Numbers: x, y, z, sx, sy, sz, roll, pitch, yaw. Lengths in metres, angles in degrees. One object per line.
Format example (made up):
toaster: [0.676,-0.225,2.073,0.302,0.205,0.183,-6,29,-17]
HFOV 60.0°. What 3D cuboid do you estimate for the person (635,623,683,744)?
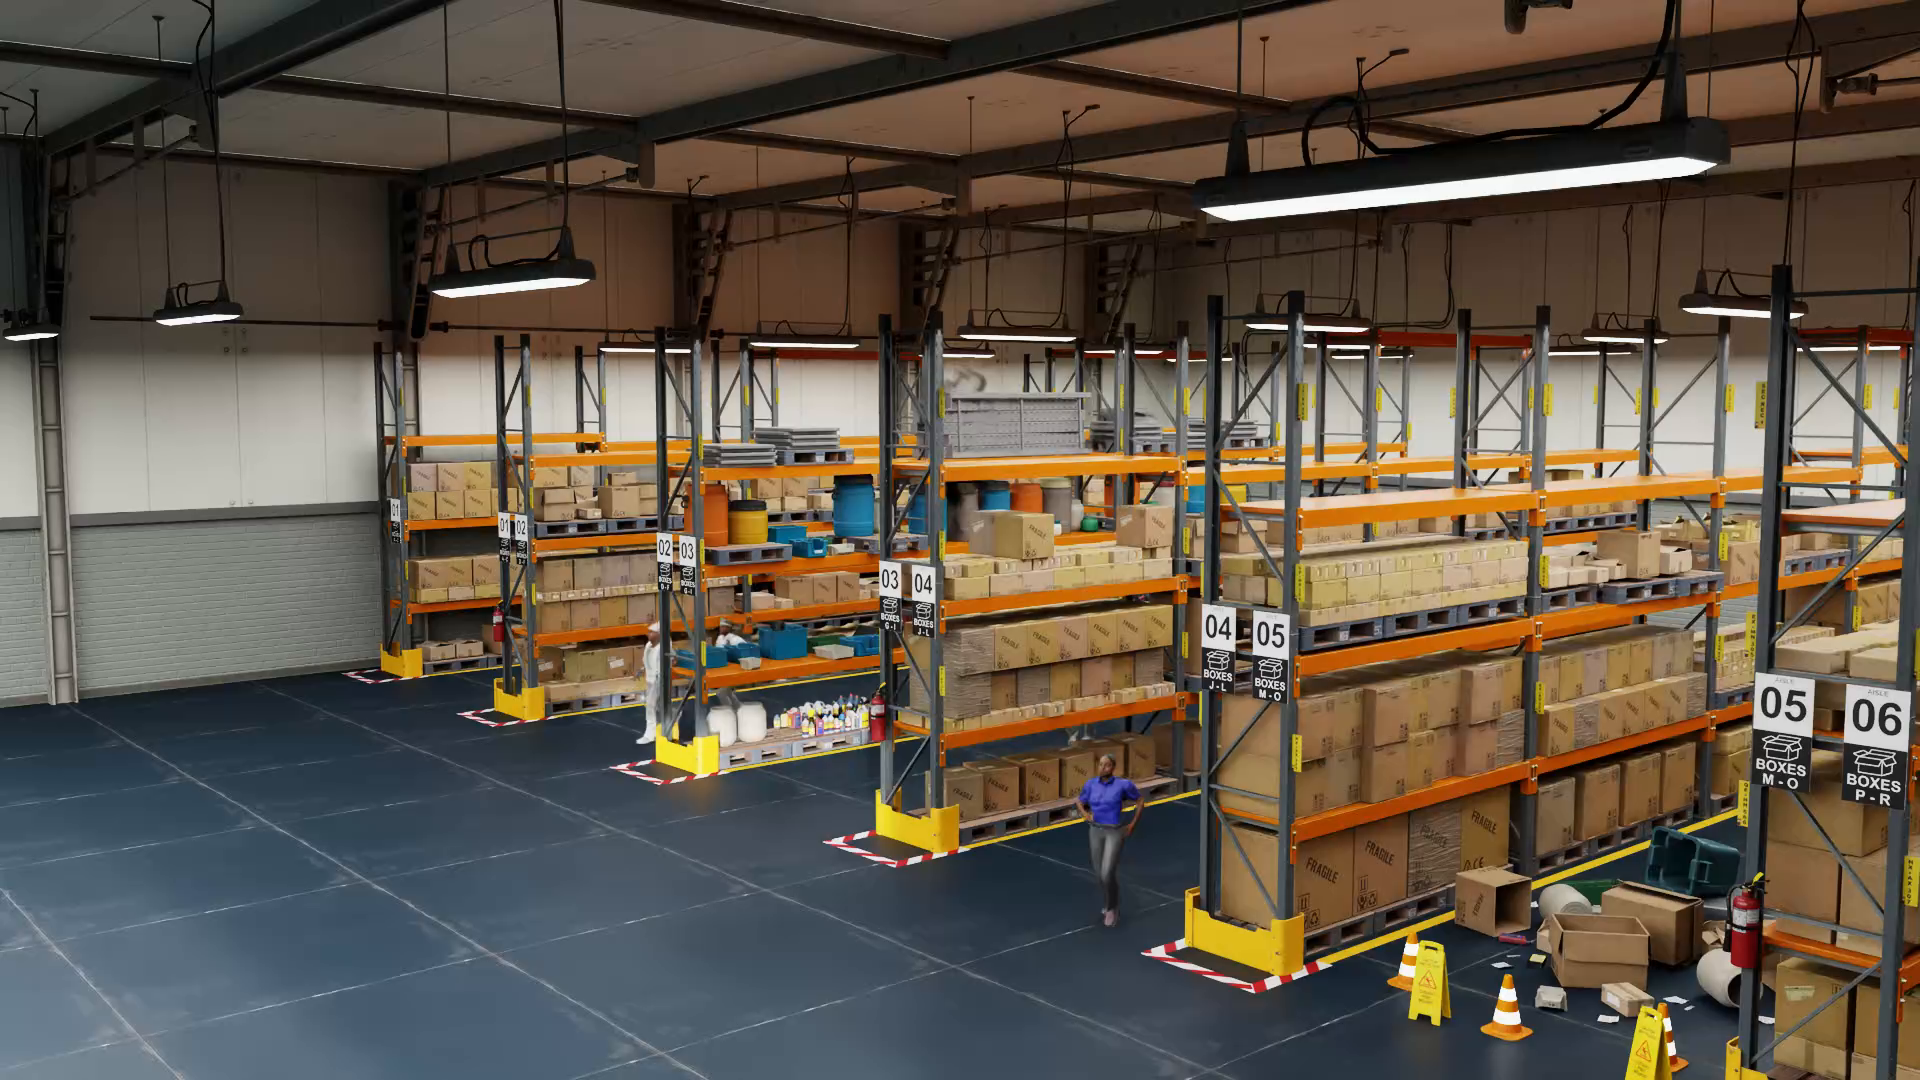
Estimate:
person: [-4.377,2.085,24.395,0.846,1.768,0.699,-4,7,-41]

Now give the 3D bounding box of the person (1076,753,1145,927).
person: [1.423,2.896,16.100,0.637,1.685,0.621,3,6,26]

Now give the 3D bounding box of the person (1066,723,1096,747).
person: [1.718,2.151,23.995,0.535,1.685,0.698,4,6,35]

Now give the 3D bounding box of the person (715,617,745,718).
person: [-3.522,2.042,25.293,0.723,1.756,0.589,-5,7,-44]
